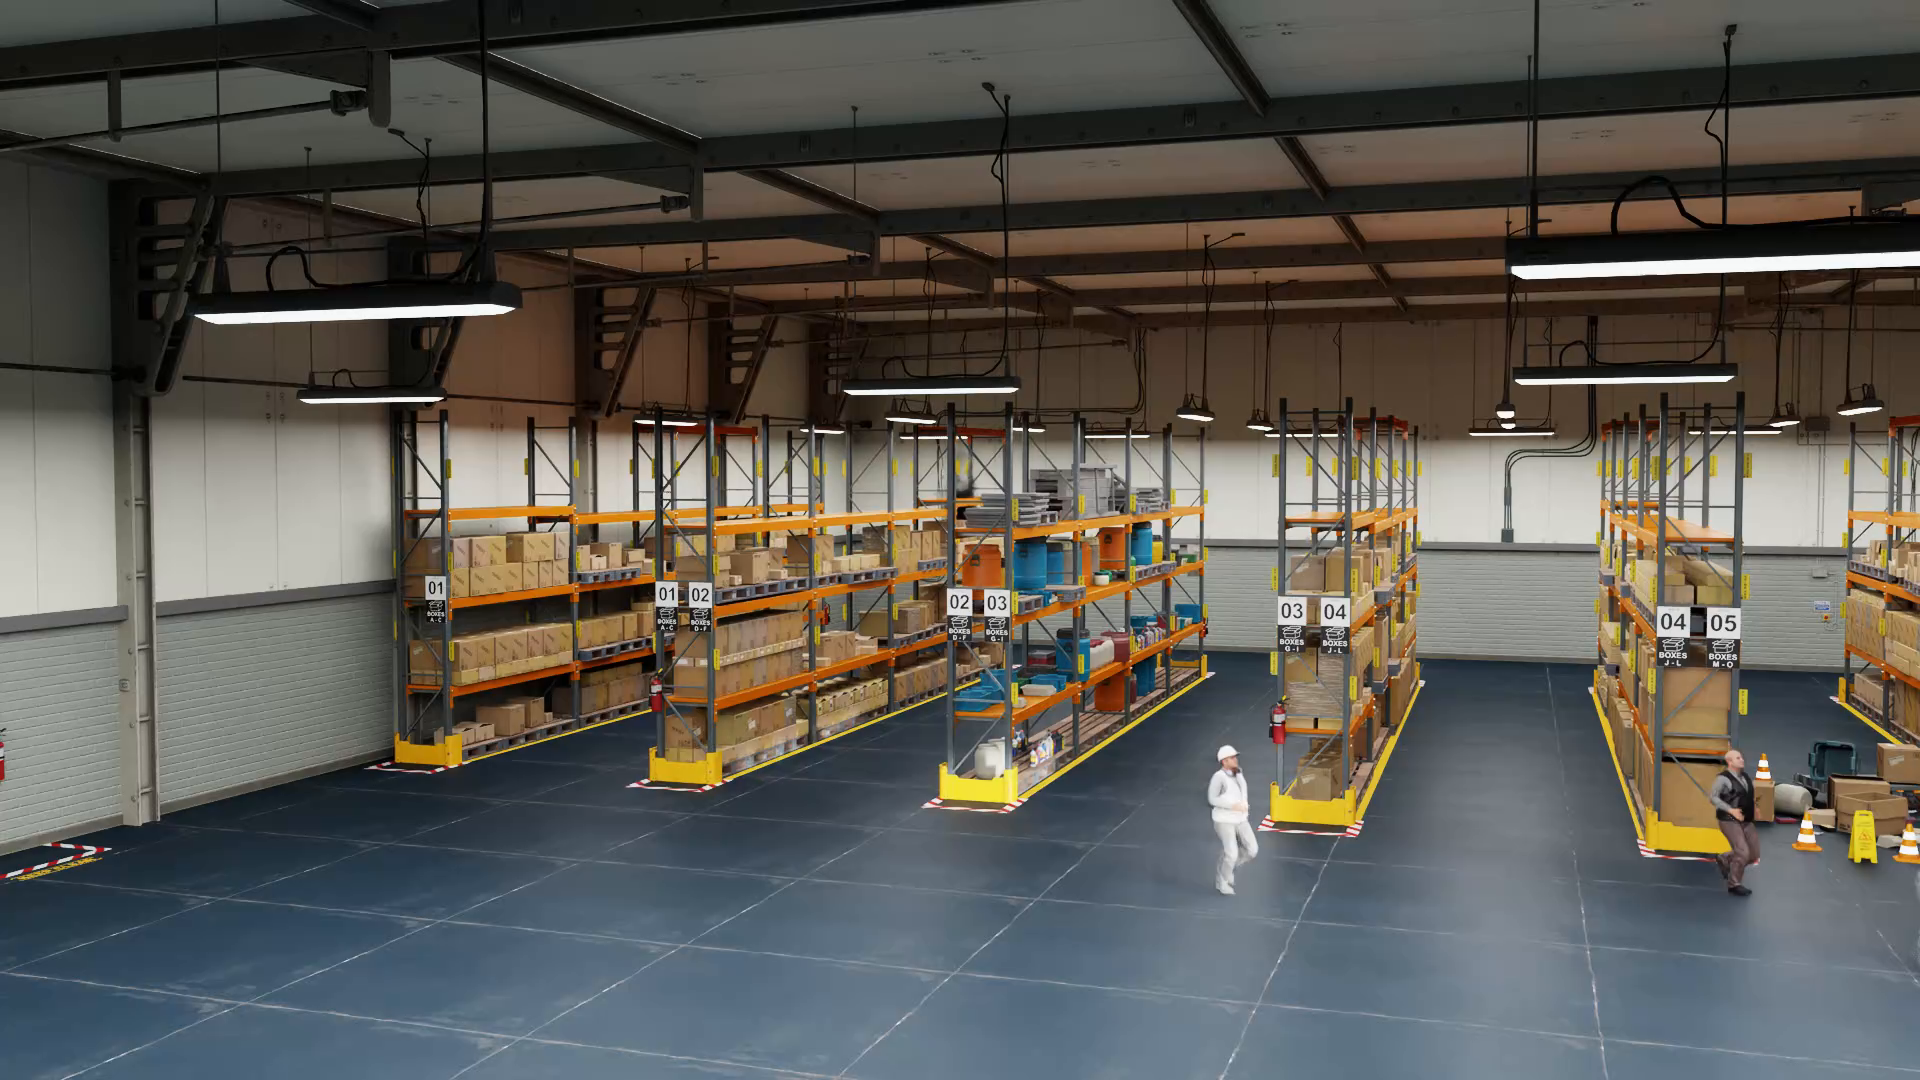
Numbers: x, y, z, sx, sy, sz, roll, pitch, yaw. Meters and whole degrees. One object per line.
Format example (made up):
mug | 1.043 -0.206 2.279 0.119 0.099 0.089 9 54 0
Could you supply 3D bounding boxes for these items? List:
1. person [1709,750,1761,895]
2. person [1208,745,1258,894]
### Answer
person | 9.147 3.319 19.651 0.657 1.672 0.611 -1 3 -25
person | 3.225 3.285 19.539 0.708 1.733 0.541 -2 3 -41
